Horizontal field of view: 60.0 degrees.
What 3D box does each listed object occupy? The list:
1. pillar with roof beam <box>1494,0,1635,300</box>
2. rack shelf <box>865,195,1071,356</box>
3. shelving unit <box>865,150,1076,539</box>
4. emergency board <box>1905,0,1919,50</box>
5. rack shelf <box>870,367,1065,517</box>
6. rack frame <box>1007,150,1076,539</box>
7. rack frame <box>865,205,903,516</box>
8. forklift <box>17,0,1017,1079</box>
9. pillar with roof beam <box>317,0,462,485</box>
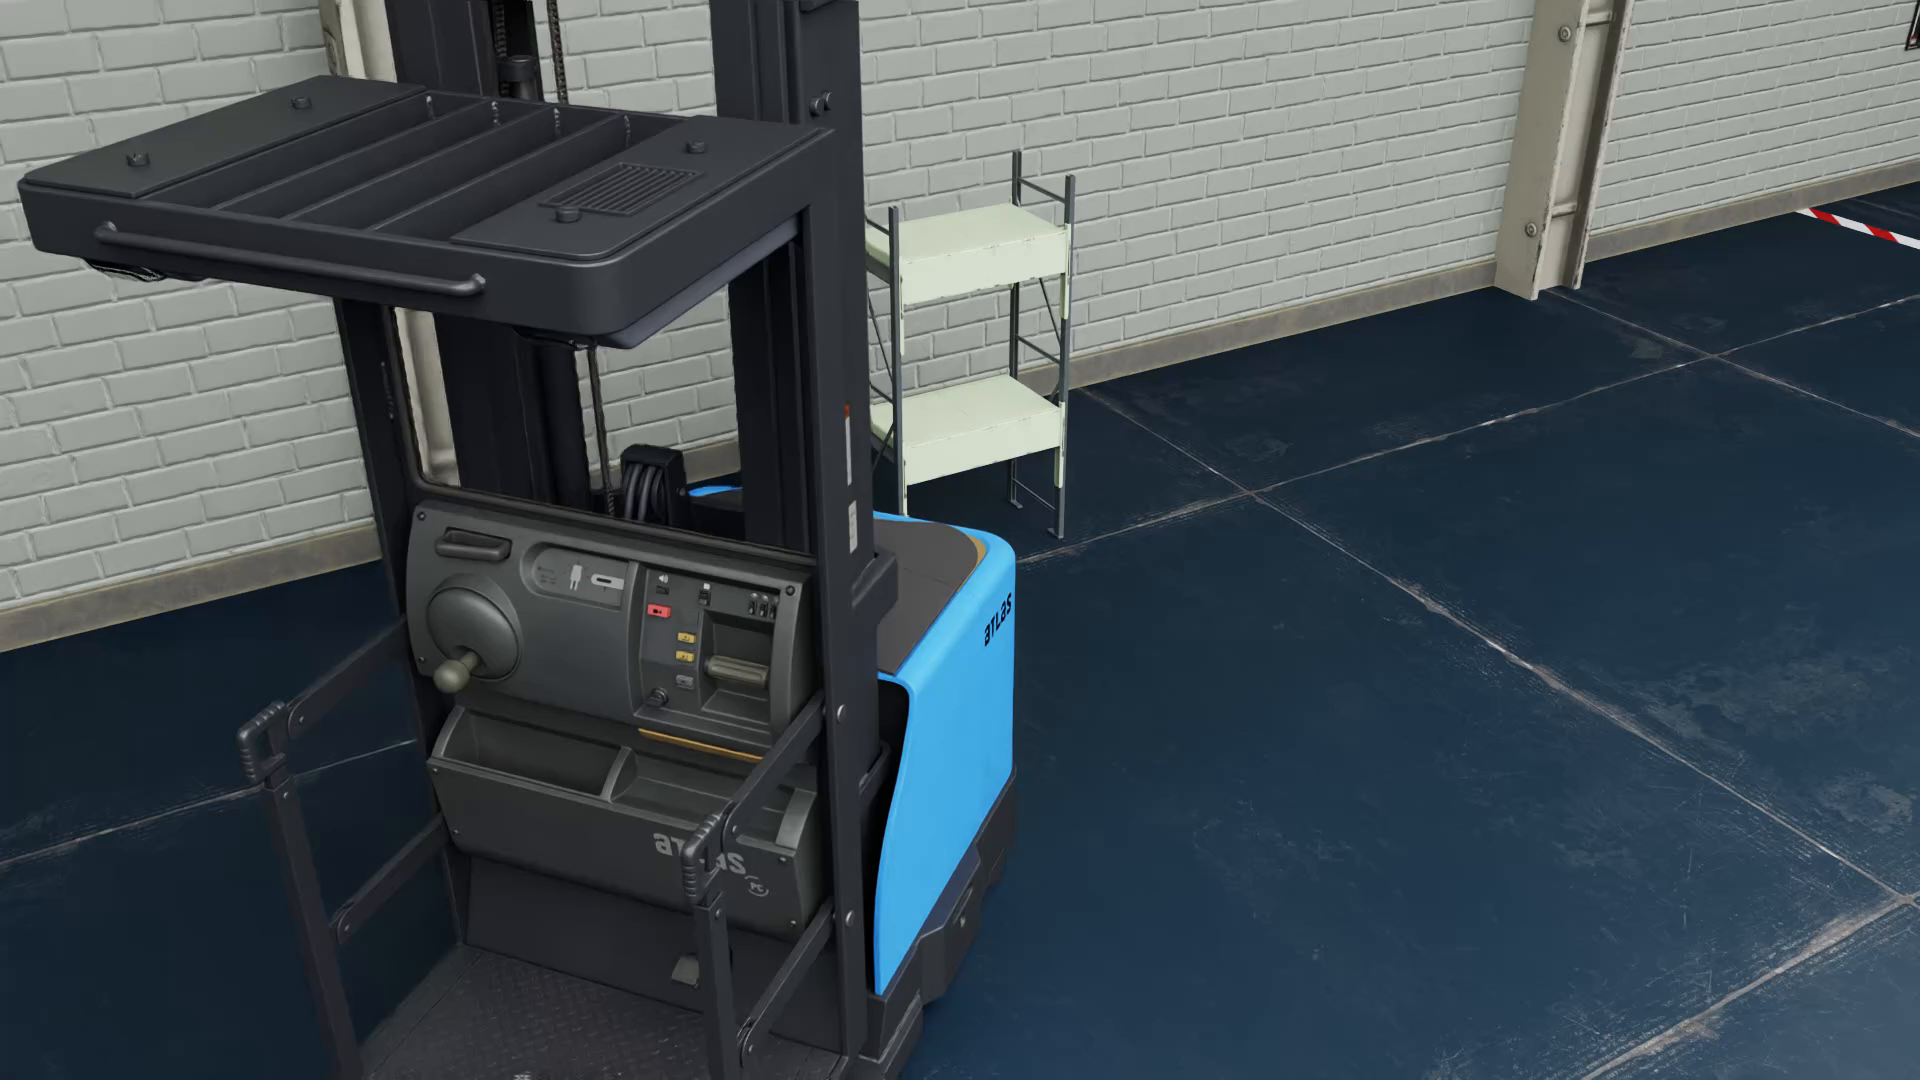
[{"bbox_3d":[5.409,-3.575,3.915,0.400,9.000,9.100,-16,33,-26],"label":"pillar with roof beam"},{"bbox_3d":[-0.006,-0.997,6.196,0.720,0.370,0.431,-16,33,-26],"label":"rack shelf"},{"bbox_3d":[-0.006,-0.655,6.385,0.755,1.500,0.431,-16,33,-26],"label":"shelving unit"},{"bbox_3d":[6.234,-3.627,10.218,0.626,1.169,0.157,-16,33,-26],"label":"emergency board"},{"bbox_3d":[-0.006,-0.370,6.542,0.720,0.370,0.431,-16,33,-26],"label":"rack shelf"},{"bbox_3d":[0.310,-0.745,6.547,0.023,1.500,0.400,-16,33,-26],"label":"rack frame"},{"bbox_3d":[-0.321,-0.565,6.222,0.023,1.500,0.400,-16,33,-26],"label":"rack frame"},{"bbox_3d":[-0.833,0.224,3.310,1.130,2.935,3.031,10,31,18],"label":"forklift"},{"bbox_3d":[0.236,-2.106,1.253,0.400,9.000,9.100,-16,33,-26],"label":"pillar with roof beam"}]
